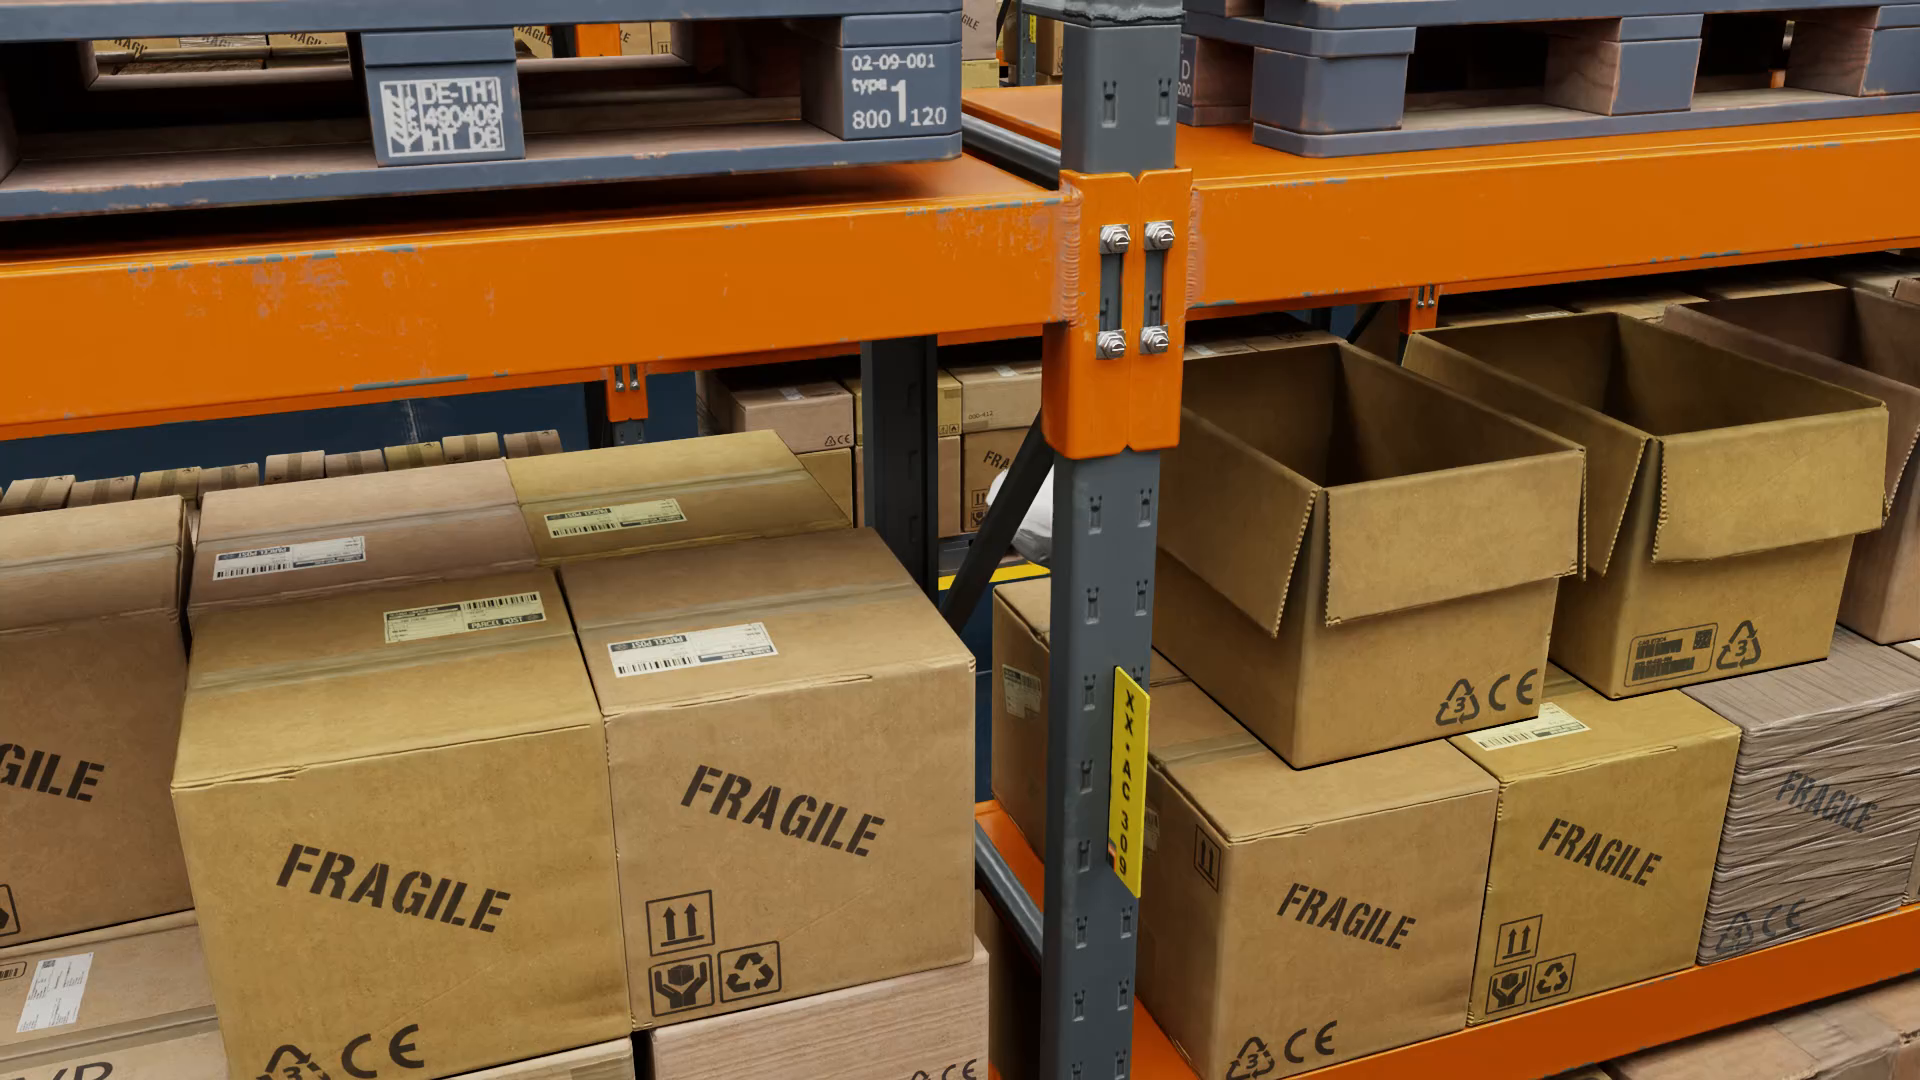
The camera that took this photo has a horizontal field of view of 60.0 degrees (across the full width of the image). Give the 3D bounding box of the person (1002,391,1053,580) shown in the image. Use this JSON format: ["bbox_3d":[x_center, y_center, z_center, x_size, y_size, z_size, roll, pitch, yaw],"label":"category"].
[{"bbox_3d":[0.519,-0.269,6.824,0.675,1.693,0.473,-9,24,-20],"label":"person"}]
